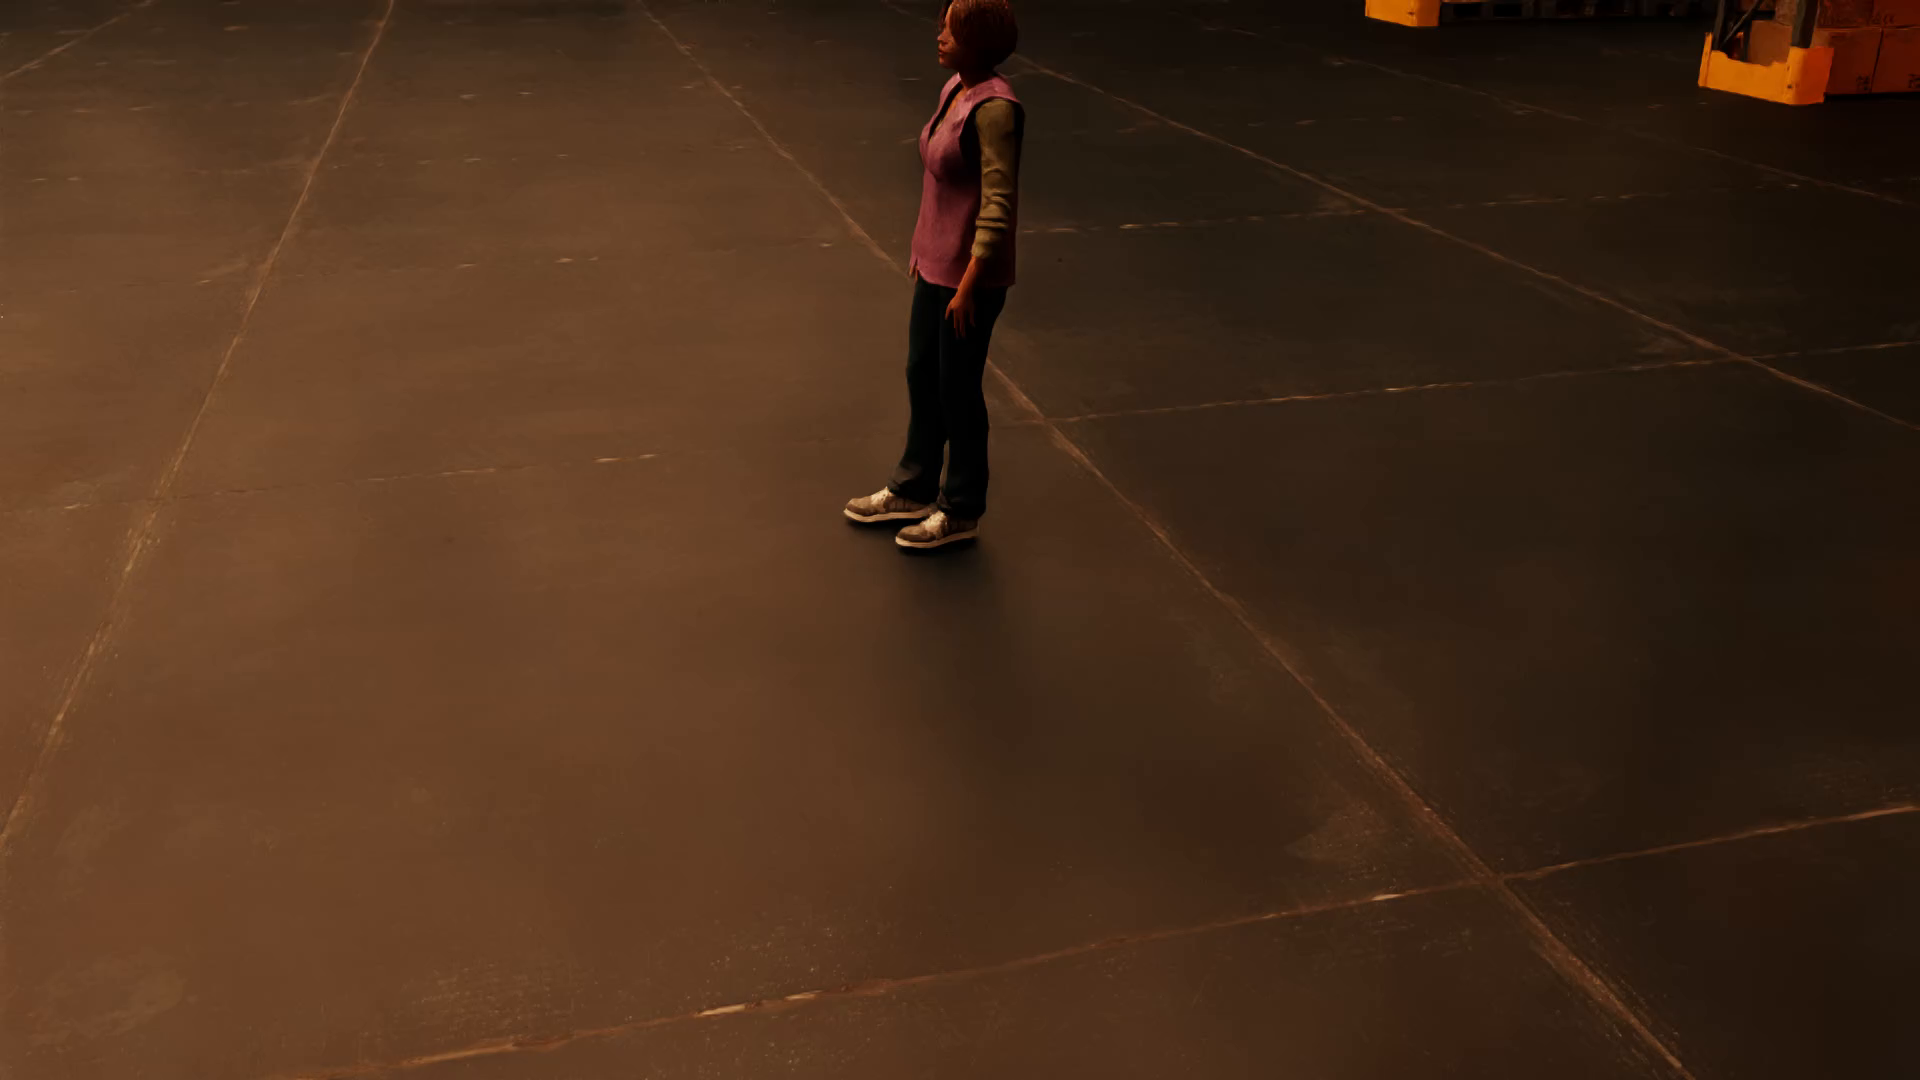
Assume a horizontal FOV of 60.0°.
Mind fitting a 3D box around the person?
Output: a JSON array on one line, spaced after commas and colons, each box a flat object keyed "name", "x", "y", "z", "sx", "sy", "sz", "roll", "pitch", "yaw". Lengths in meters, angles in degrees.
[{"name": "person", "x": -0.075, "y": -0.739, "z": 4.732, "sx": 0.474, "sy": 1.597, "sz": 0.520, "roll": -6, "pitch": 24, "yaw": -14}]
